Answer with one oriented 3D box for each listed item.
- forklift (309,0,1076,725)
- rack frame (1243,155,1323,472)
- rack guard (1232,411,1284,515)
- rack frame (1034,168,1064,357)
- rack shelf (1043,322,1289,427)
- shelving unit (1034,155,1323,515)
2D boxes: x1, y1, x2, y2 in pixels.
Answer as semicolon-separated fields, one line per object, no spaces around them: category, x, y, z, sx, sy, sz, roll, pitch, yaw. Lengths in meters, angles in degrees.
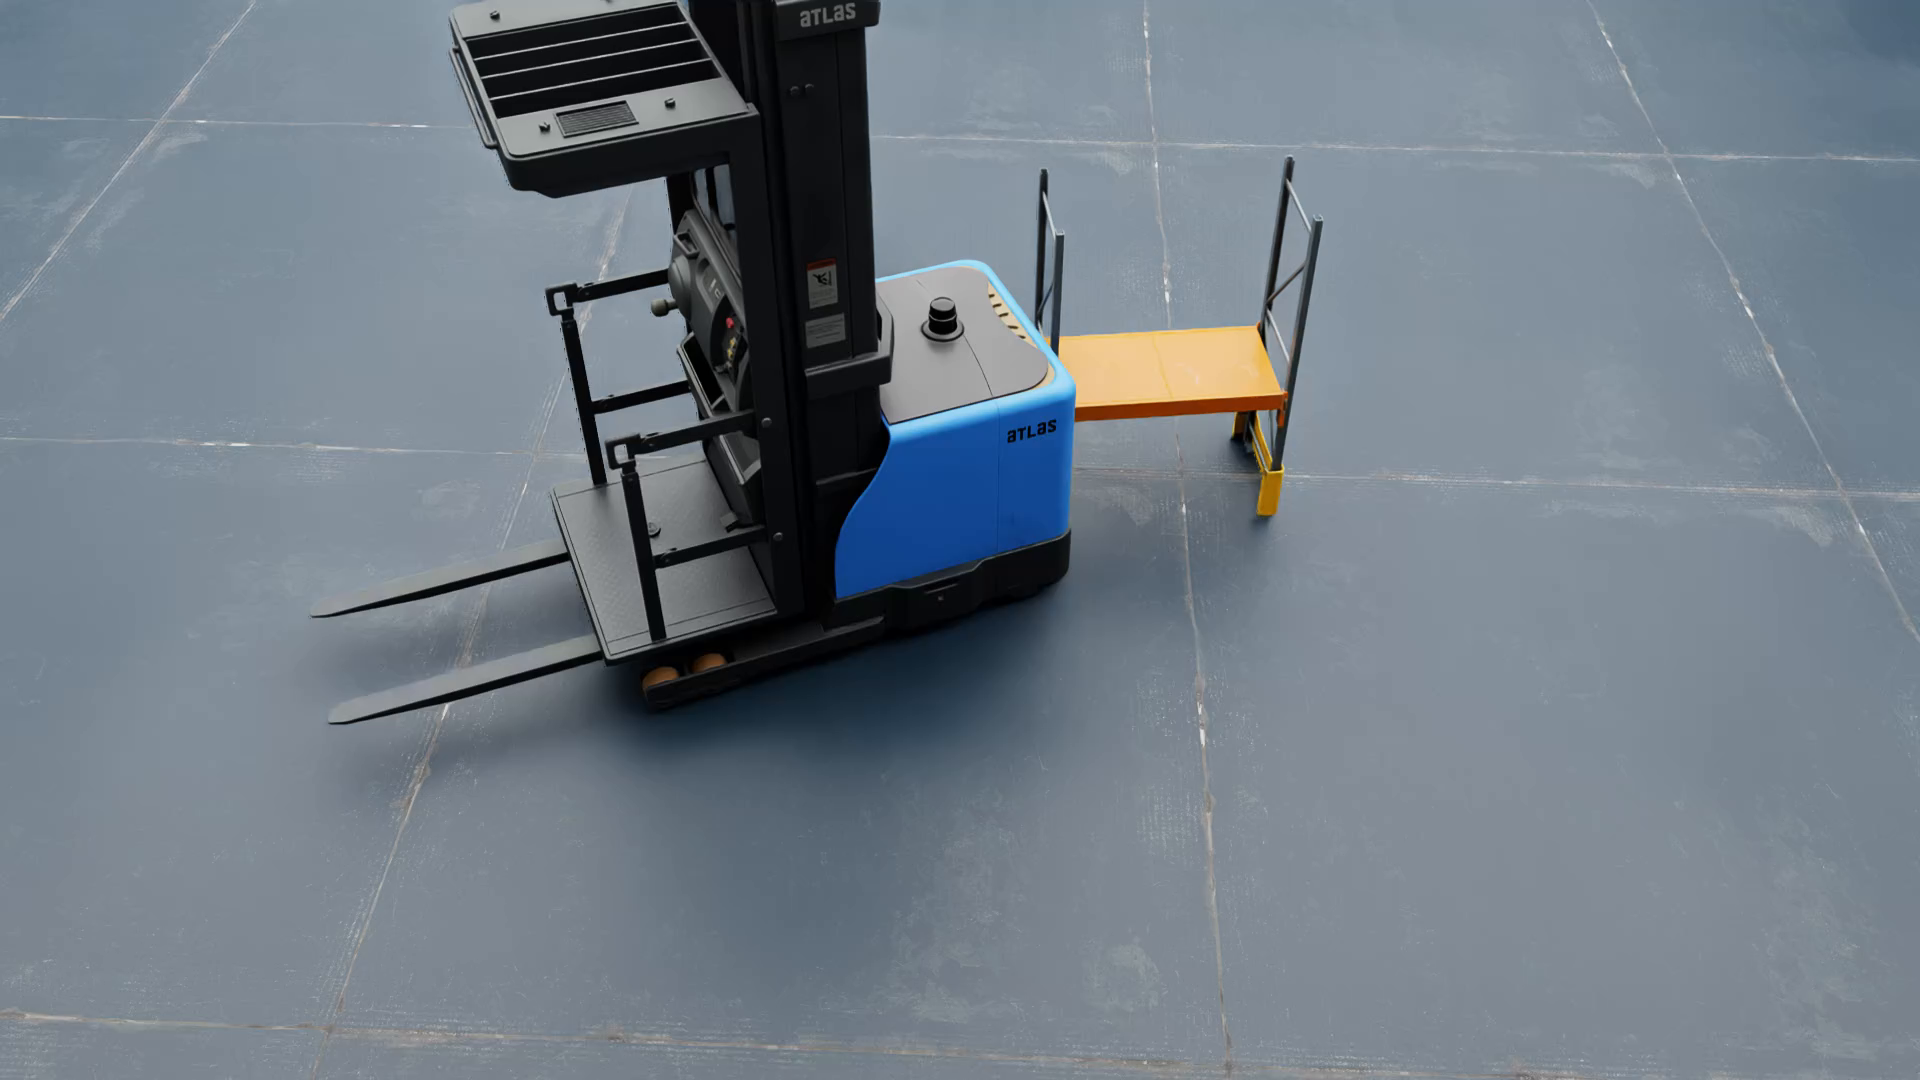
forklift;-1.102;-0.816;6.061;3.031;2.935;1.130;-15;45;-16
rack frame;1.375;-0.862;7.160;0.032;1.500;0.500;-4;43;-4
rack guard;1.355;-0.403;7.585;0.087;0.250;0.587;-4;43;-4
rack frame;0.363;-0.794;7.087;0.032;1.500;0.500;-4;43;-4
rack shelf;0.869;-0.696;7.246;1.000;0.185;0.538;-4;43;-4
shelving unit;0.860;-0.827;7.123;1.083;1.500;0.587;-4;43;-4
